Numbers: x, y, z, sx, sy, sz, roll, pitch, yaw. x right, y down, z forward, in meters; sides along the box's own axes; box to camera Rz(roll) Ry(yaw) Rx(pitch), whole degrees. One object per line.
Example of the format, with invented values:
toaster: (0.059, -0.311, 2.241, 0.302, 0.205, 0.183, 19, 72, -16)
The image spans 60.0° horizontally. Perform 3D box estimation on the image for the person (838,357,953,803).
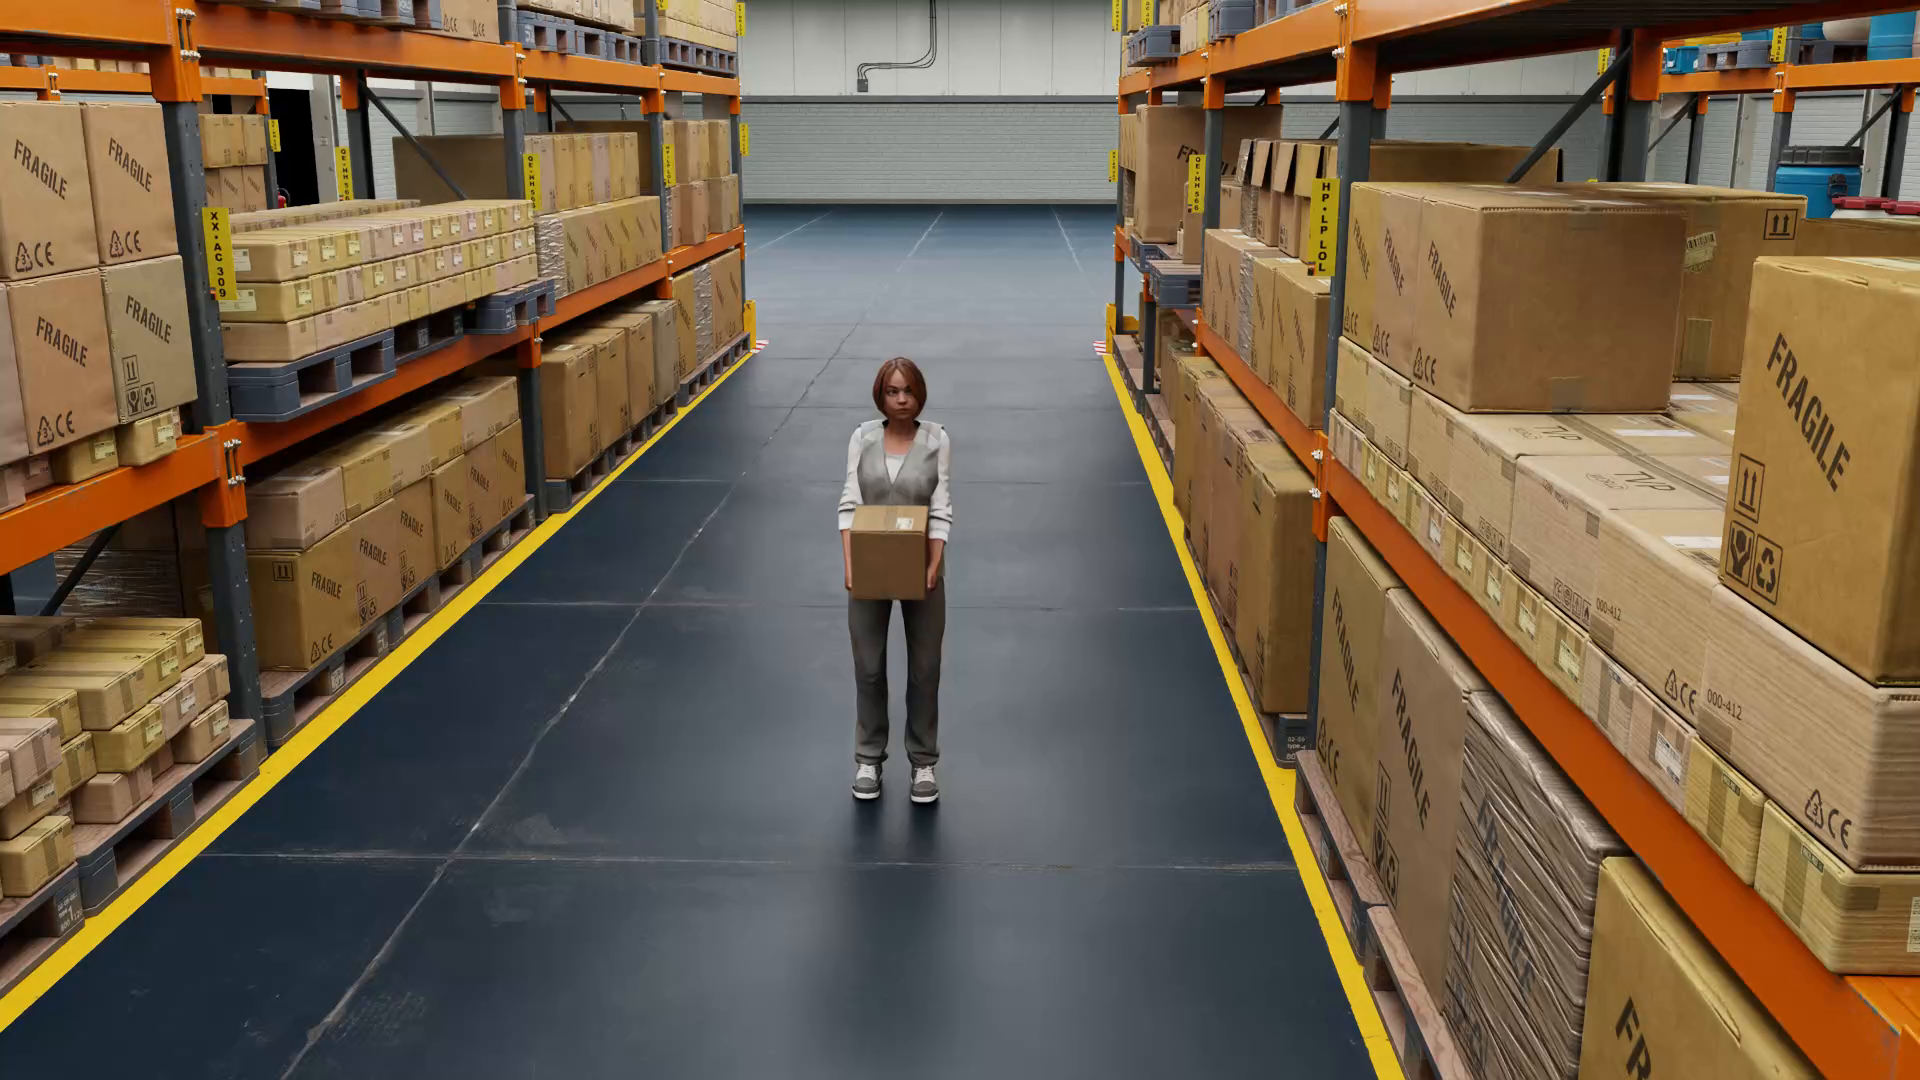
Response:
person: (-0.227, 0.162, 5.891, 0.404, 1.596, 0.490, 1, 14, 2)
